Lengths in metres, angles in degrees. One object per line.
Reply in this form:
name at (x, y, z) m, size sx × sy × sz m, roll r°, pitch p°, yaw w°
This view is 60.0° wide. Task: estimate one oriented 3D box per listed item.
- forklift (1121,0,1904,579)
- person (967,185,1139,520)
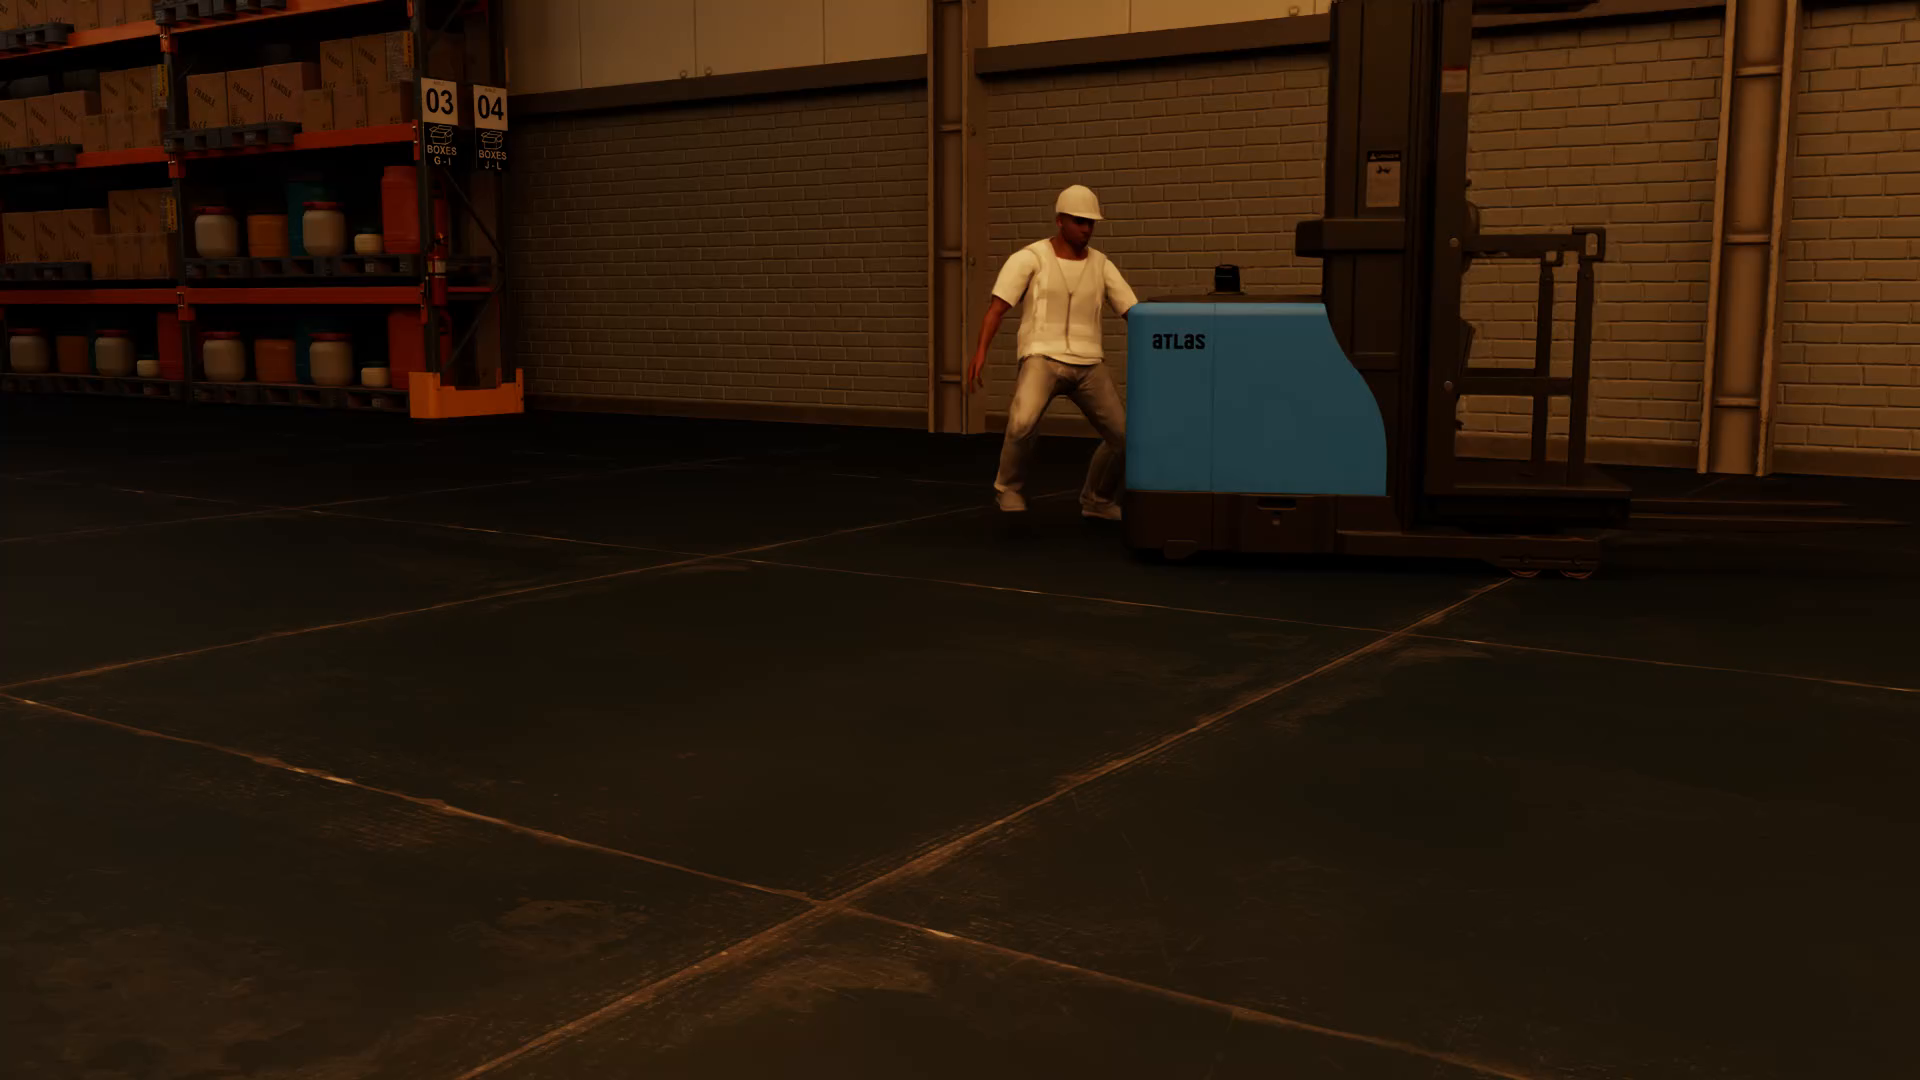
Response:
forklift at (2.242, -1.378, 6.885) m, size 3.031 × 2.935 × 1.130 m, roll 2°, pitch 8°, yaw 11°
person at (0.526, -0.874, 8.010) m, size 1.004 × 1.647 × 0.642 m, roll -2°, pitch 8°, yaw -12°
